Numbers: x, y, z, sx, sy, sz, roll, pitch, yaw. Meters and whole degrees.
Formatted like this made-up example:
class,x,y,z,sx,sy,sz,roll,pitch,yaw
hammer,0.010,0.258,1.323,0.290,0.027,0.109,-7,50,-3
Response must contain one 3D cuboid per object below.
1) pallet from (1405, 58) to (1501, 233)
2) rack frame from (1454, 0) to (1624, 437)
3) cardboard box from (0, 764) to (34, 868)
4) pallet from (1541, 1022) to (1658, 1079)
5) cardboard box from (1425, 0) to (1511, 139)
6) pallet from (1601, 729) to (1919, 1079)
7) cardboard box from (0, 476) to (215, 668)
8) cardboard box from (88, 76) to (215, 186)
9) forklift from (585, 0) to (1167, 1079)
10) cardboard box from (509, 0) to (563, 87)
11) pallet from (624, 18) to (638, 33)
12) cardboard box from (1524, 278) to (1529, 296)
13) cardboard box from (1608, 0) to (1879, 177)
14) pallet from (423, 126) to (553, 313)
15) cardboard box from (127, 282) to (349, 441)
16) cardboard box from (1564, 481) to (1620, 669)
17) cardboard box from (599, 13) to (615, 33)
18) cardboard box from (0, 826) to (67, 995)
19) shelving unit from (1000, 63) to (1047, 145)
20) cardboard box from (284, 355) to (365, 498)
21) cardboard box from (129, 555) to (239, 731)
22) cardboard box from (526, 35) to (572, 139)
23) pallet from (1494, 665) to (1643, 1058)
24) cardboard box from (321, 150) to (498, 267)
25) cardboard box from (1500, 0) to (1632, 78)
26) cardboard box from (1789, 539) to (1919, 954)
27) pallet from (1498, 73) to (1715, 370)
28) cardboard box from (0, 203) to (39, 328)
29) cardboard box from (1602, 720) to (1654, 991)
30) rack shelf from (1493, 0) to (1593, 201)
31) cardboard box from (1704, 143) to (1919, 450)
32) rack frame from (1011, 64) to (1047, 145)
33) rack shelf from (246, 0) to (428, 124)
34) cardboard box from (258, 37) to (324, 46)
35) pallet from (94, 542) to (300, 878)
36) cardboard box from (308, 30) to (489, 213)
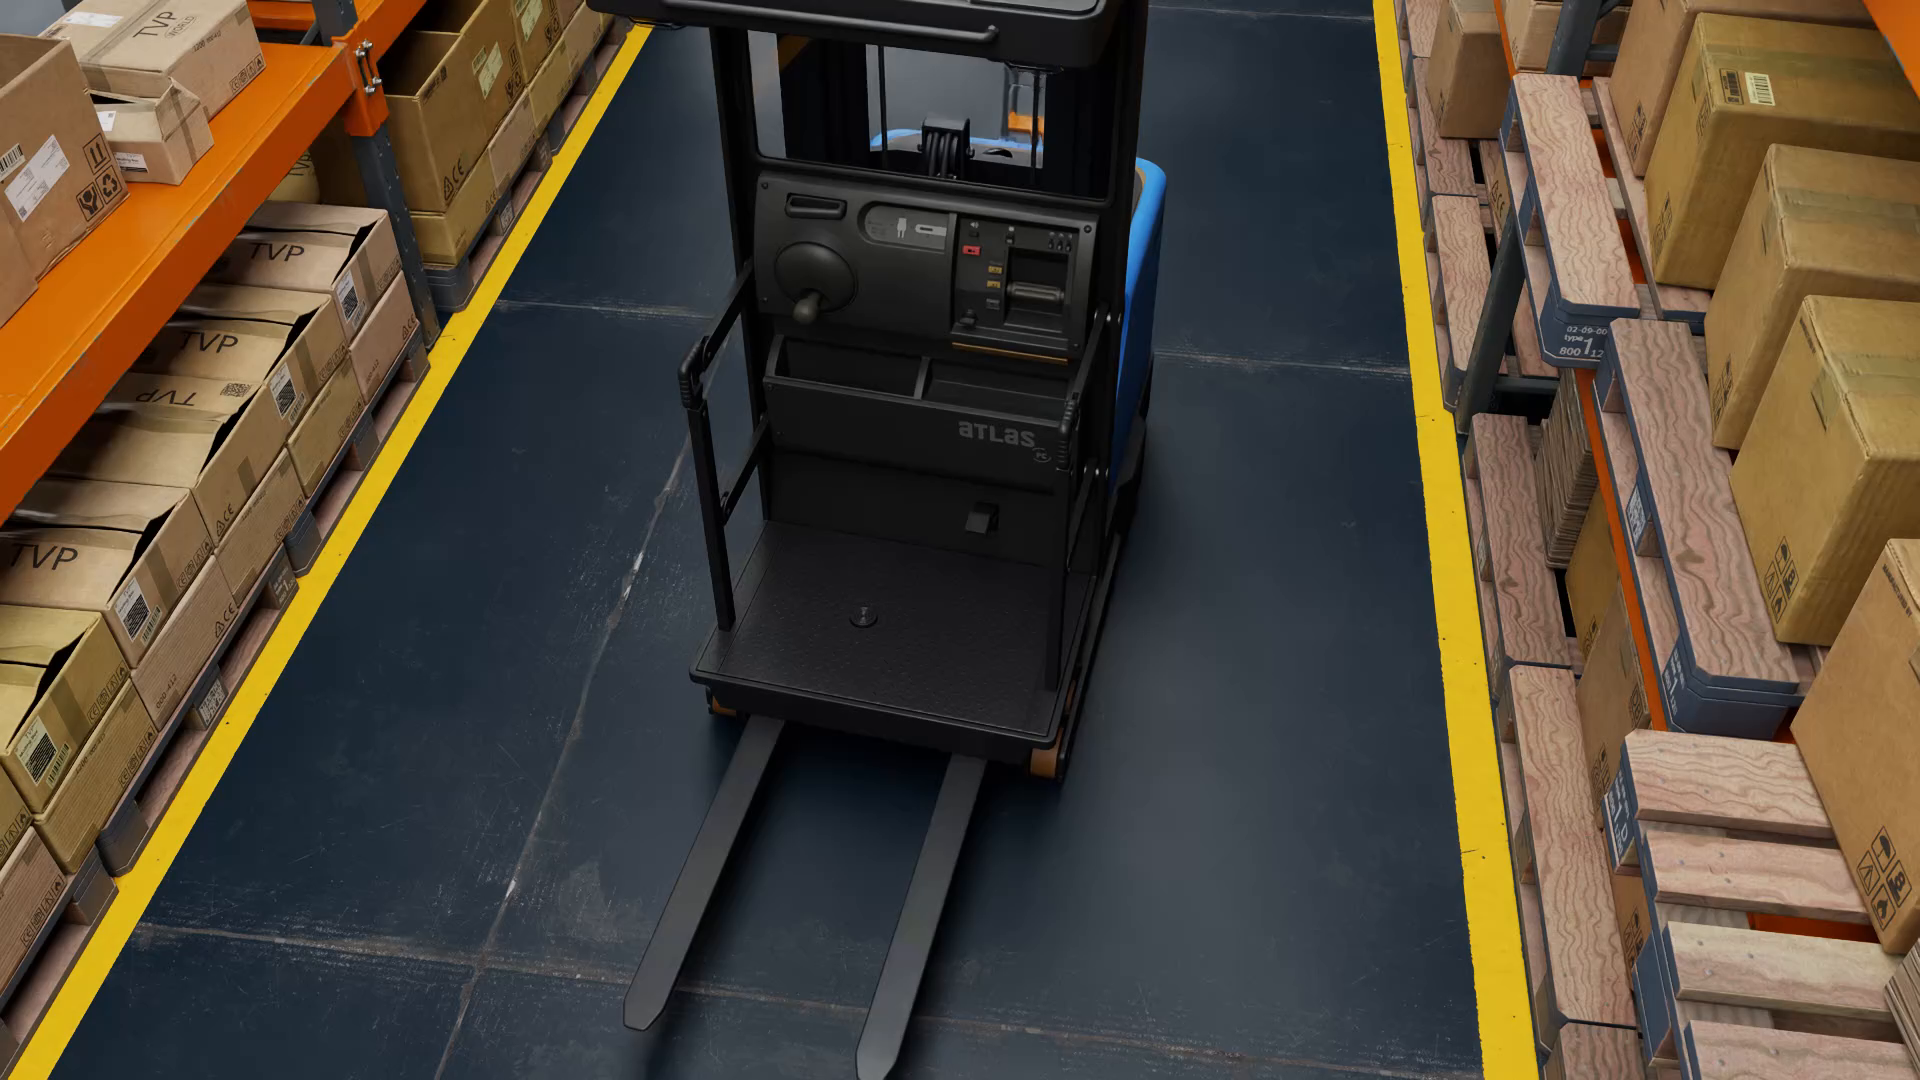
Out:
class,x,y,z,sx,sy,sz,roll,pitch,yaw
pallet,2.556,-1.753,7.448,1.003,0.211,1.213,5,44,6
rack frame,2.343,-1.471,5.121,1.000,3.000,0.127,5,44,6
cardboard box,-2.675,0.761,4.051,0.500,0.311,0.500,4,44,4
pallet,1.919,1.736,3.763,1.003,0.211,1.213,5,44,6
cardboard box,2.470,-2.101,7.286,0.700,0.500,0.500,3,44,3
pallet,1.803,0.830,2.832,1.213,0.211,1.003,5,44,6
cardboard box,-2.538,0.063,4.788,0.500,0.311,0.500,5,44,5
cardboard box,-2.502,-1.254,4.990,0.396,0.266,0.258,4,44,4
forklift,-0.152,-0.646,4.300,1.130,2.935,3.031,10,44,10
cardboard box,-2.064,-2.314,7.161,0.500,0.500,0.500,5,44,6
pallet,-2.098,-3.107,8.878,1.003,0.211,1.213,5,44,6
cardboard box,2.384,-0.969,6.332,0.380,0.166,0.250,0,43,0
cardboard box,2.242,-1.323,4.573,0.700,0.500,0.500,5,44,6
pallet,-2.421,-1.444,7.121,1.003,0.211,1.213,5,44,6
cardboard box,-2.399,-0.619,5.508,0.500,0.311,0.500,6,44,7
cardboard box,2.244,0.137,4.921,0.700,0.500,0.500,4,44,5
cardboard box,-1.935,-2.723,8.139,0.500,0.250,0.500,5,44,6
cardboard box,-2.670,0.981,4.227,0.500,0.250,0.500,4,44,4
shelving unit,0.271,-1.184,6.117,0.258,1.200,0.189,9,32,9
cardboard box,-2.404,-0.419,5.705,0.500,0.250,0.500,5,44,5
cardboard box,-2.539,0.277,4.971,0.500,0.250,0.500,6,44,6
cardboard box,-2.063,-2.041,7.419,0.500,0.250,0.500,5,44,6
pallet,2.083,0.907,4.639,1.003,0.211,1.213,5,44,6
cardboard box,-2.206,-1.361,6.700,0.500,0.250,0.500,5,44,6
cardboard box,2.105,-1.774,5.536,0.500,0.250,0.500,5,44,6
cardboard box,1.914,0.355,2.801,0.700,0.500,0.500,1,43,2
pallet,2.098,-0.893,4.651,1.003,0.211,1.213,5,44,6
cardboard box,-2.821,-0.732,4.269,0.500,0.500,0.500,5,44,6
cardboard box,2.079,0.826,4.194,0.700,0.500,0.500,5,44,5
rack shelf,2.608,-2.572,6.808,1.077,0.370,4.000,5,44,6
cardboard box,2.105,-0.491,3.694,0.700,0.500,0.500,11,45,11
rack frame,0.291,-1.230,6.193,0.240,1.200,0.006,9,32,9
rack shelf,-2.303,-3.020,7.281,1.077,0.370,4.000,5,44,6
cardboard box,-2.645,-2.020,6.851,0.500,0.500,0.500,5,44,6
pallet,-2.785,0.434,5.138,1.003,0.211,1.213,5,44,6
cardboard box,-2.196,-1.632,6.441,0.500,0.500,0.500,5,44,6
